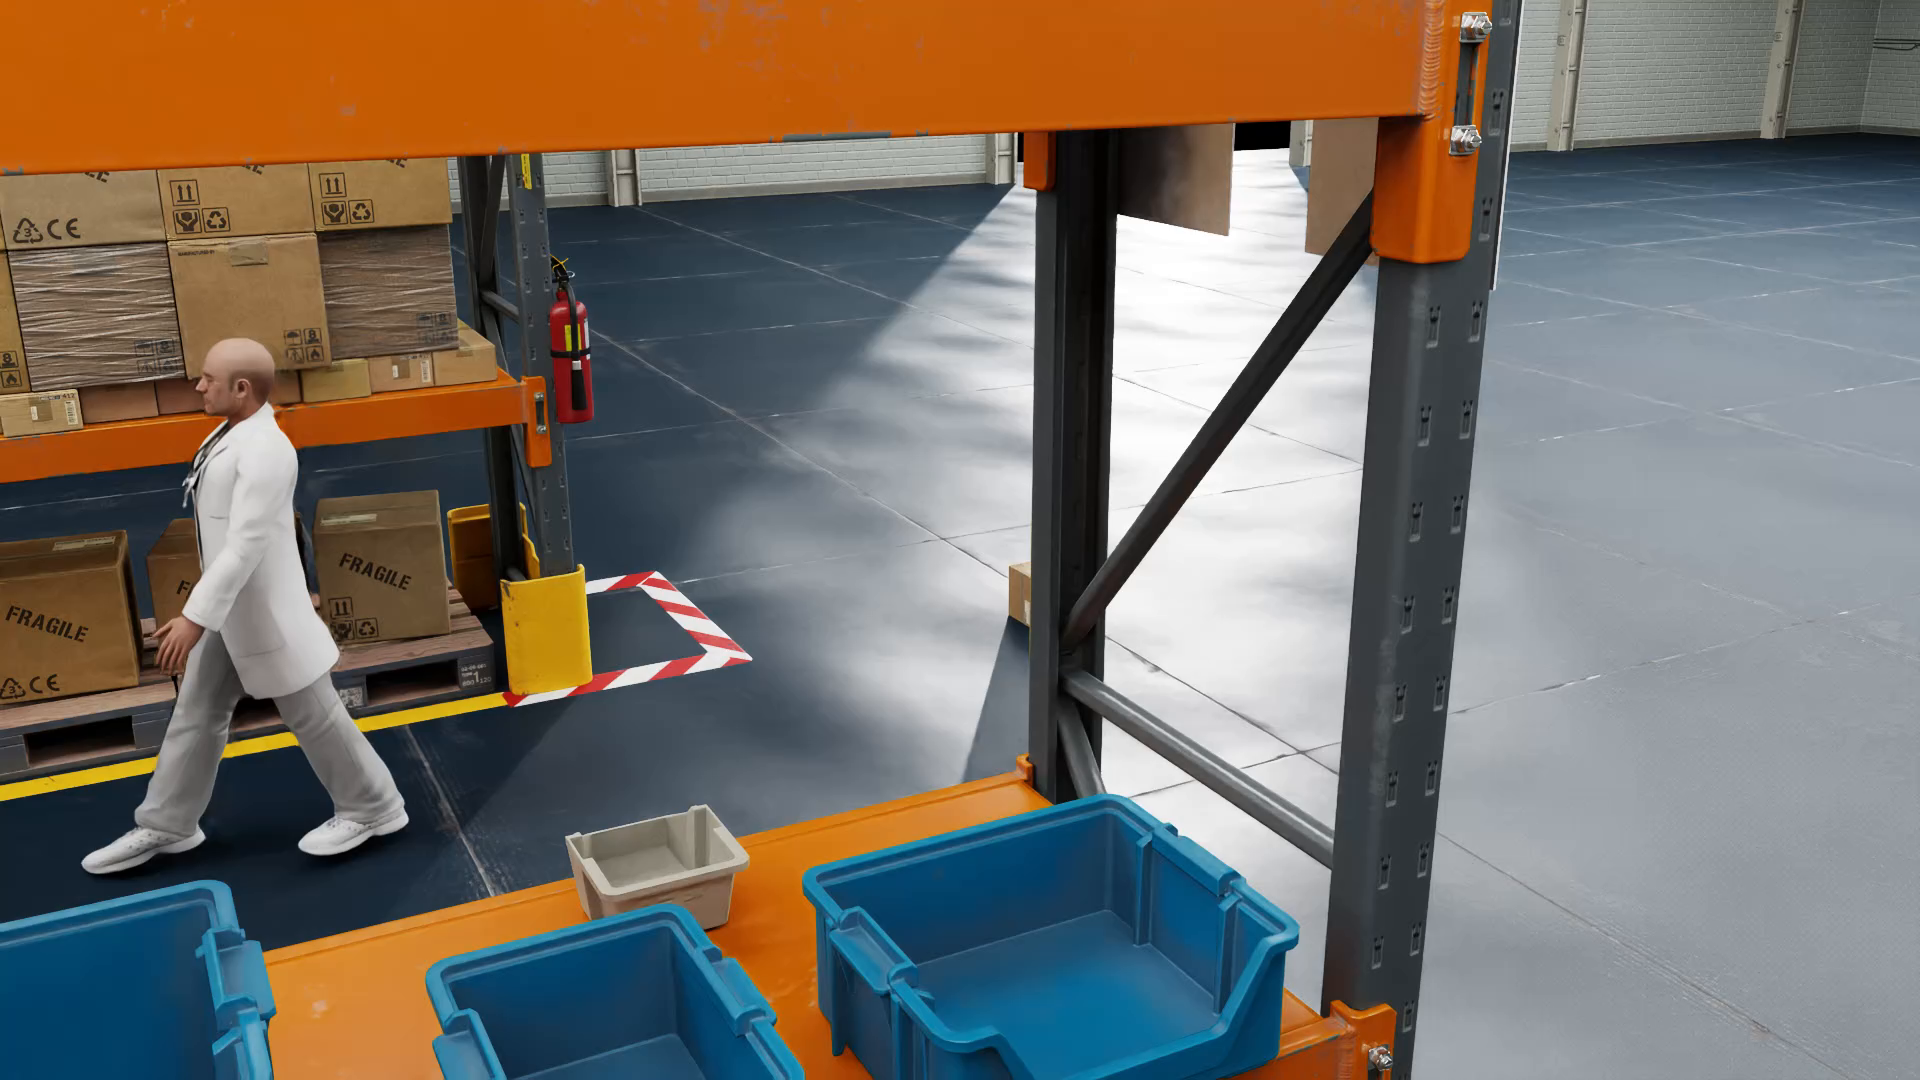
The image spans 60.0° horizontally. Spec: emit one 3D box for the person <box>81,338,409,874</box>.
[{"bbox_3d":[-2.374,0.233,5.324,0.988,1.738,0.587,-12,22,-33],"label":"person"}]
